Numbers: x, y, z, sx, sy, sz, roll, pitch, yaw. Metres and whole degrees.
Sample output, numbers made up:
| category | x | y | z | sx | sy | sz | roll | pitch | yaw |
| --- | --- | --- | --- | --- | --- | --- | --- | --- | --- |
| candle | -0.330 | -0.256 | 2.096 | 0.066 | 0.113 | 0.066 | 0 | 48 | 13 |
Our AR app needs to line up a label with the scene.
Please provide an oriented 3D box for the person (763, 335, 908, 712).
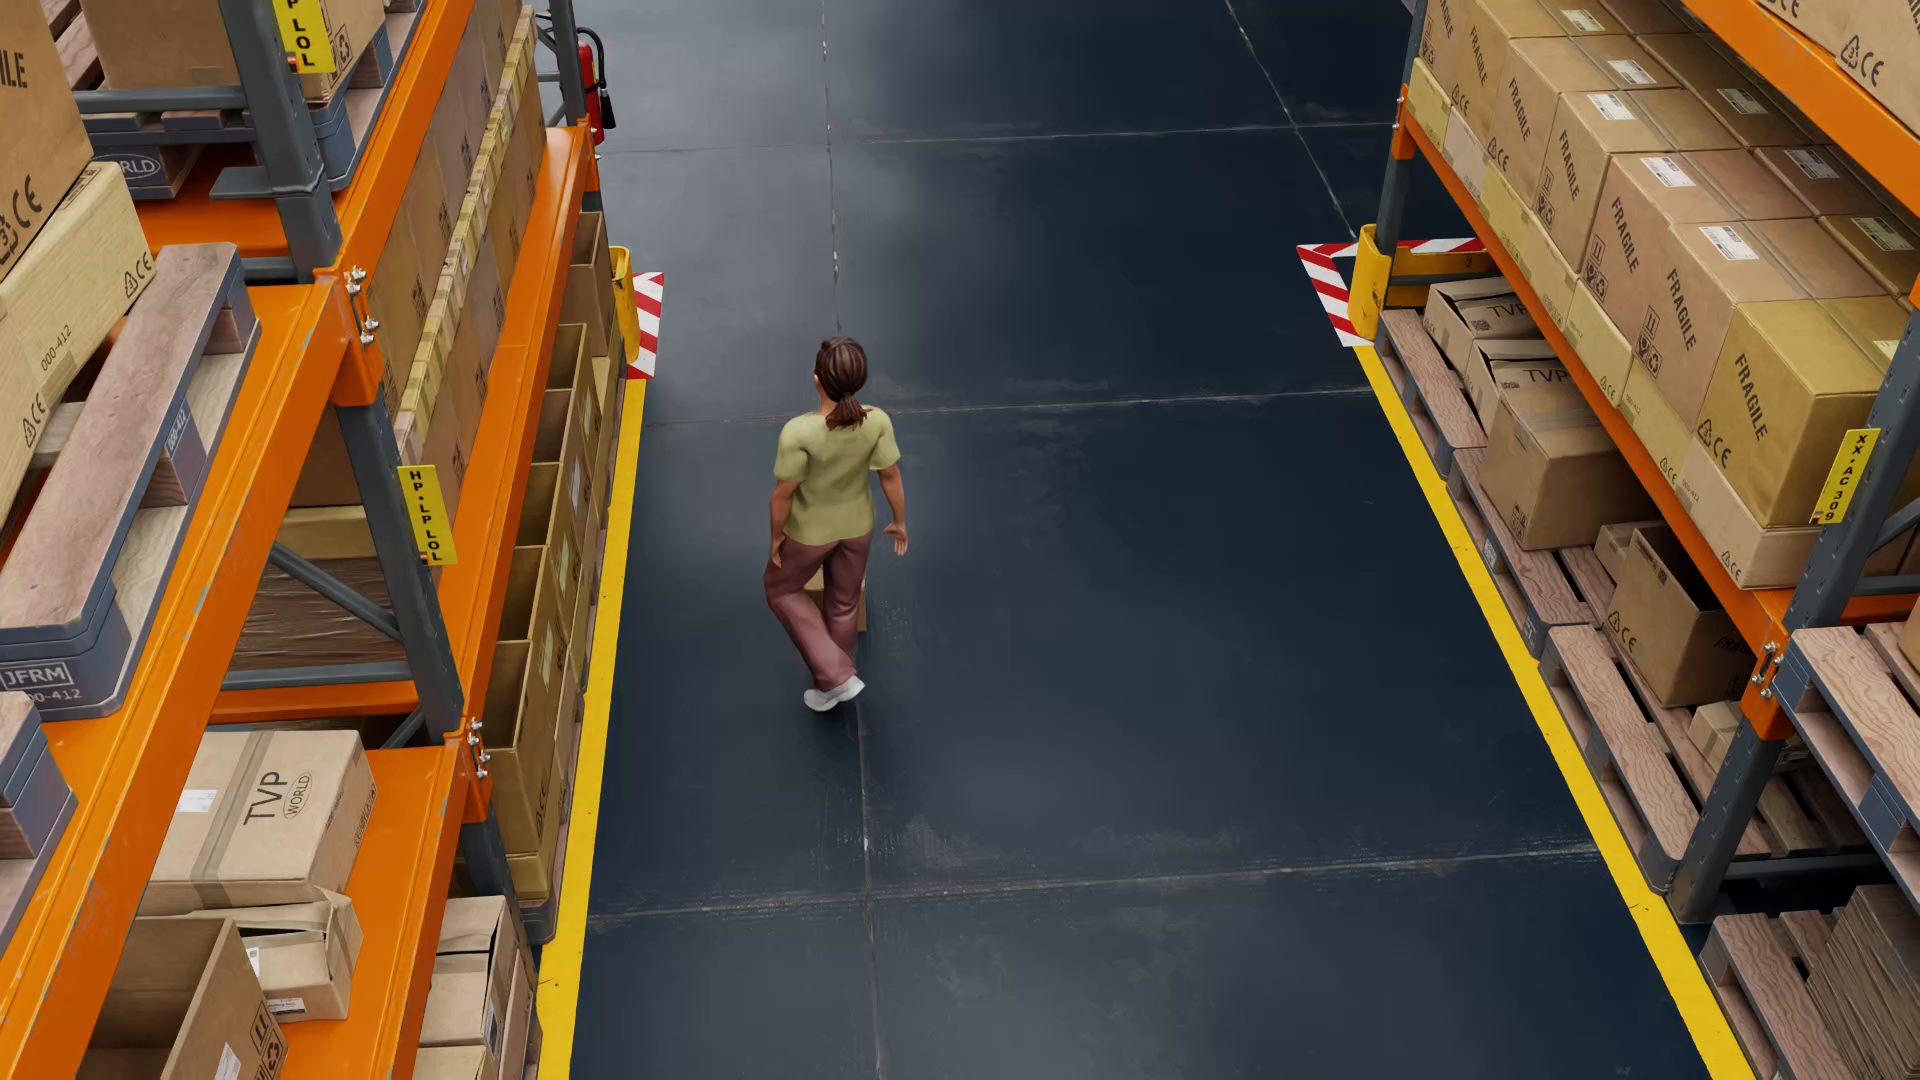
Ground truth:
| category | x | y | z | sx | sy | sz | roll | pitch | yaw |
| --- | --- | --- | --- | --- | --- | --- | --- | --- | --- |
| person | -0.461 | -0.036 | 6.201 | 0.523 | 1.666 | 0.489 | -14 | 41 | -17 |
